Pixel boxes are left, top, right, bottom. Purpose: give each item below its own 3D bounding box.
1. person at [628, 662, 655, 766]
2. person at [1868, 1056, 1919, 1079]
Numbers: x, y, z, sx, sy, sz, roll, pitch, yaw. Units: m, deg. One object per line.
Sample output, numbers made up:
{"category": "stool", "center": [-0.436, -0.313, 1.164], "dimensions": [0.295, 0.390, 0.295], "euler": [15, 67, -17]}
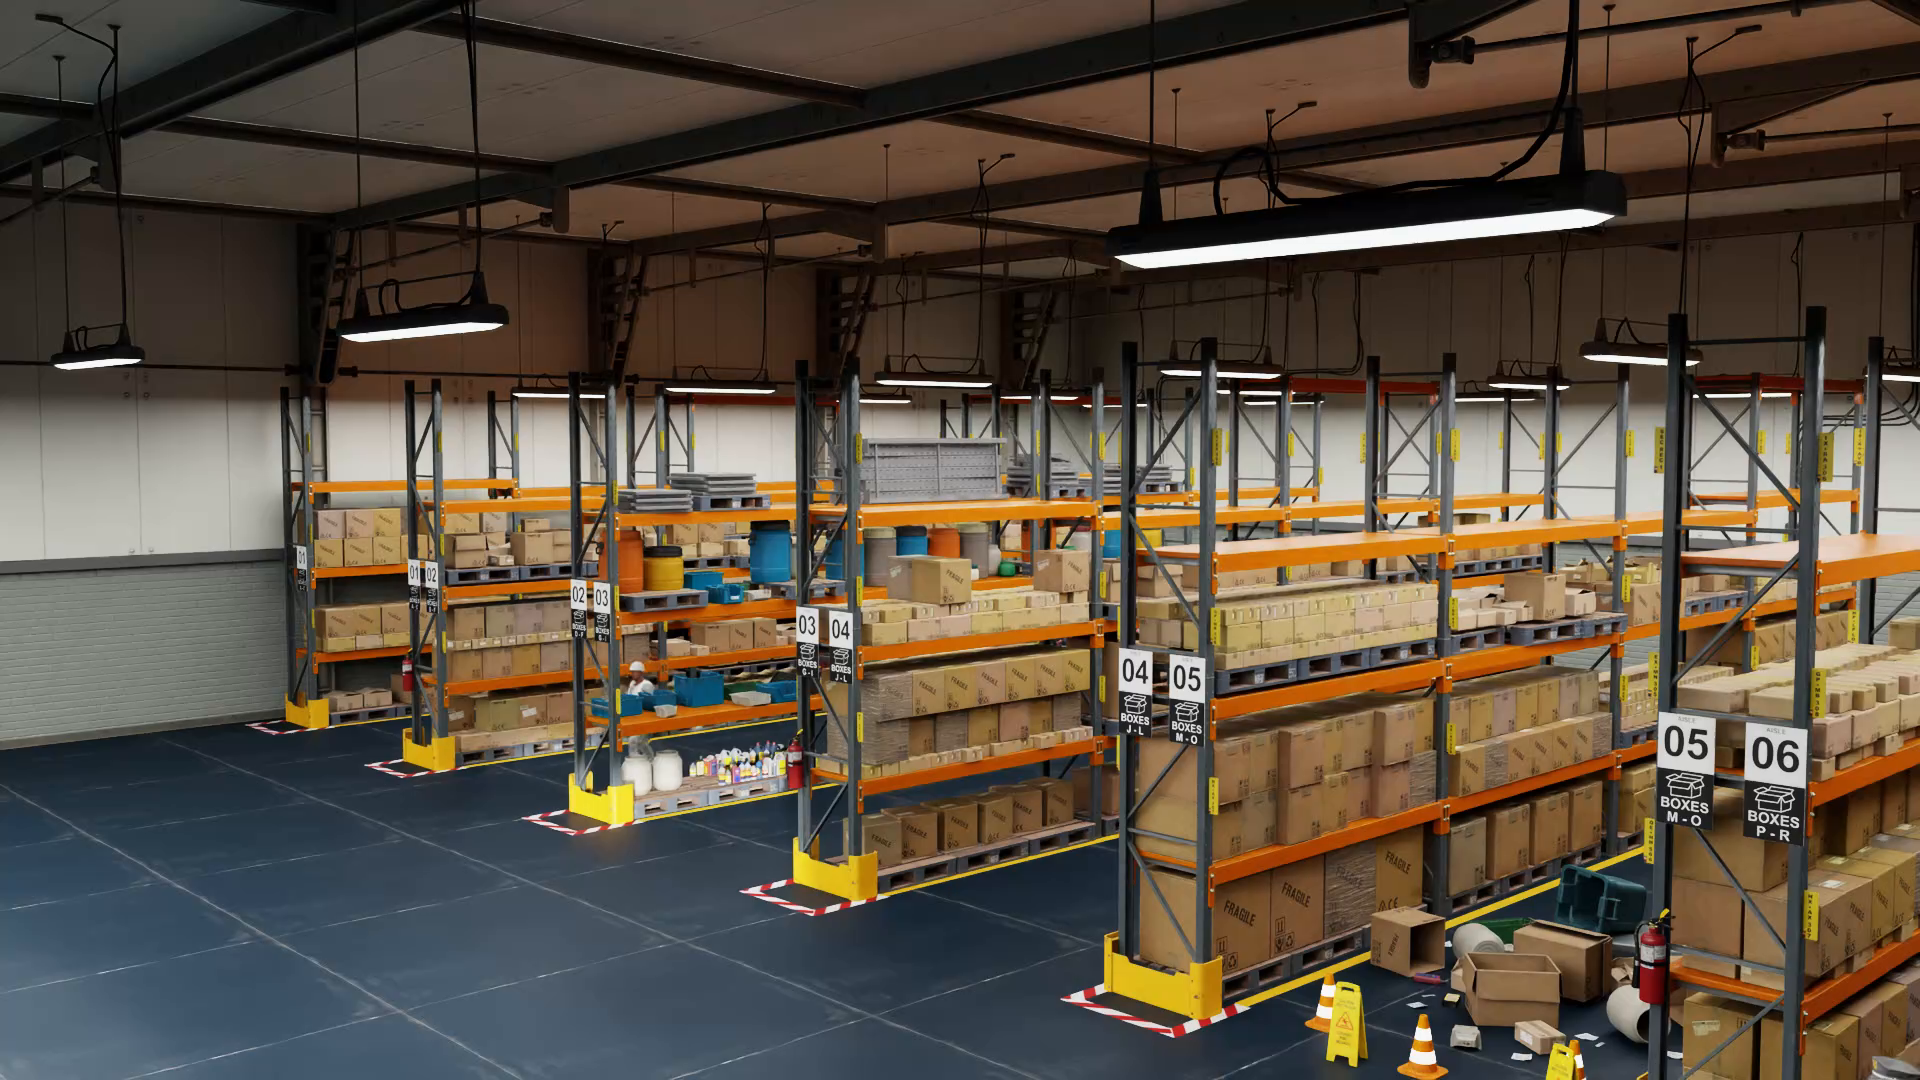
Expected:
{"category": "person", "center": [-4.849, 2.693, 24.792], "dimensions": [0.860, 1.748, 0.638], "euler": [-2, 4, -31]}
{"category": "person", "center": [5.211, 3.732, 9.455], "dimensions": [1.045, 1.610, 0.518], "euler": [0, 4, 0]}
